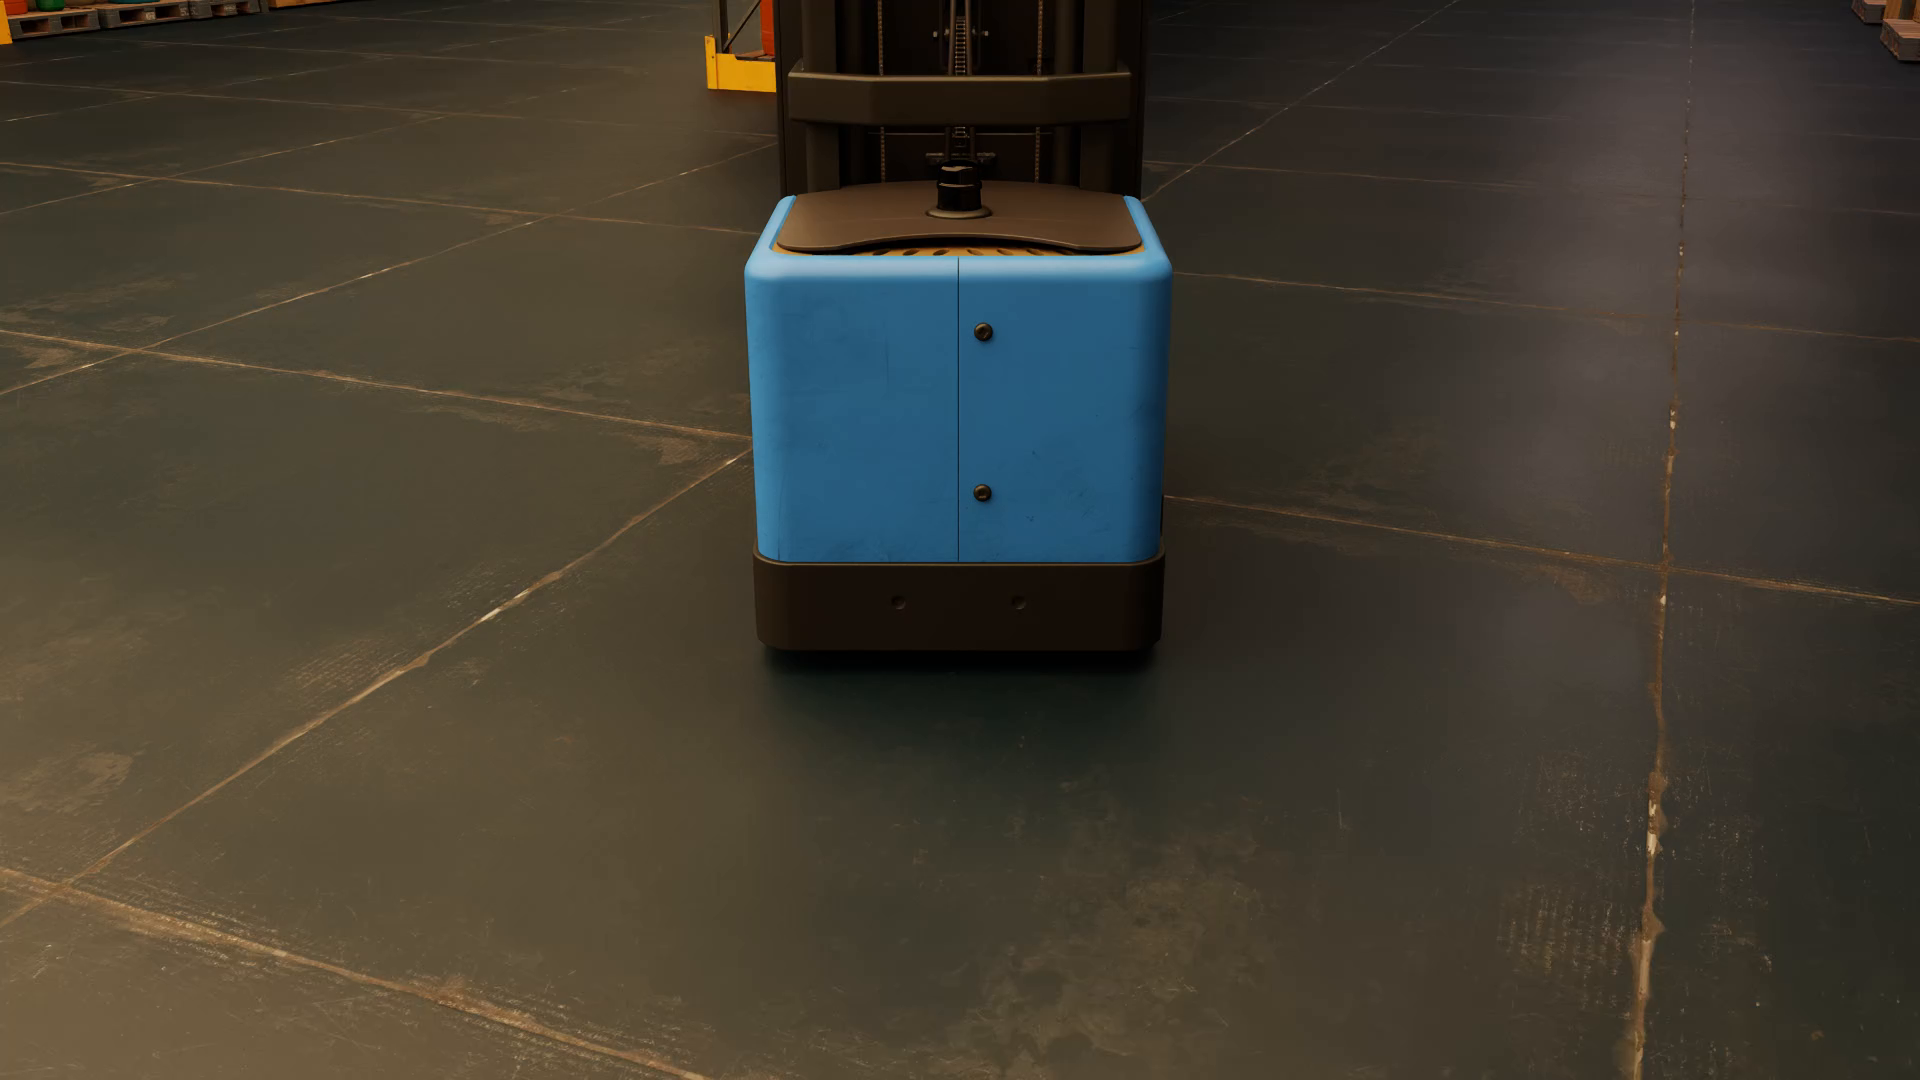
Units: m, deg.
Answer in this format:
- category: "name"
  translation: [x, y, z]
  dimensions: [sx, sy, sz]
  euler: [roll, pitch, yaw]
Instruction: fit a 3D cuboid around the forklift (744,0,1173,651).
- category: "forklift"
  translation: [0.002, -1.587, 5.089]
  dimensions: [1.130, 2.935, 3.031]
  euler: [0, 23, 0]
